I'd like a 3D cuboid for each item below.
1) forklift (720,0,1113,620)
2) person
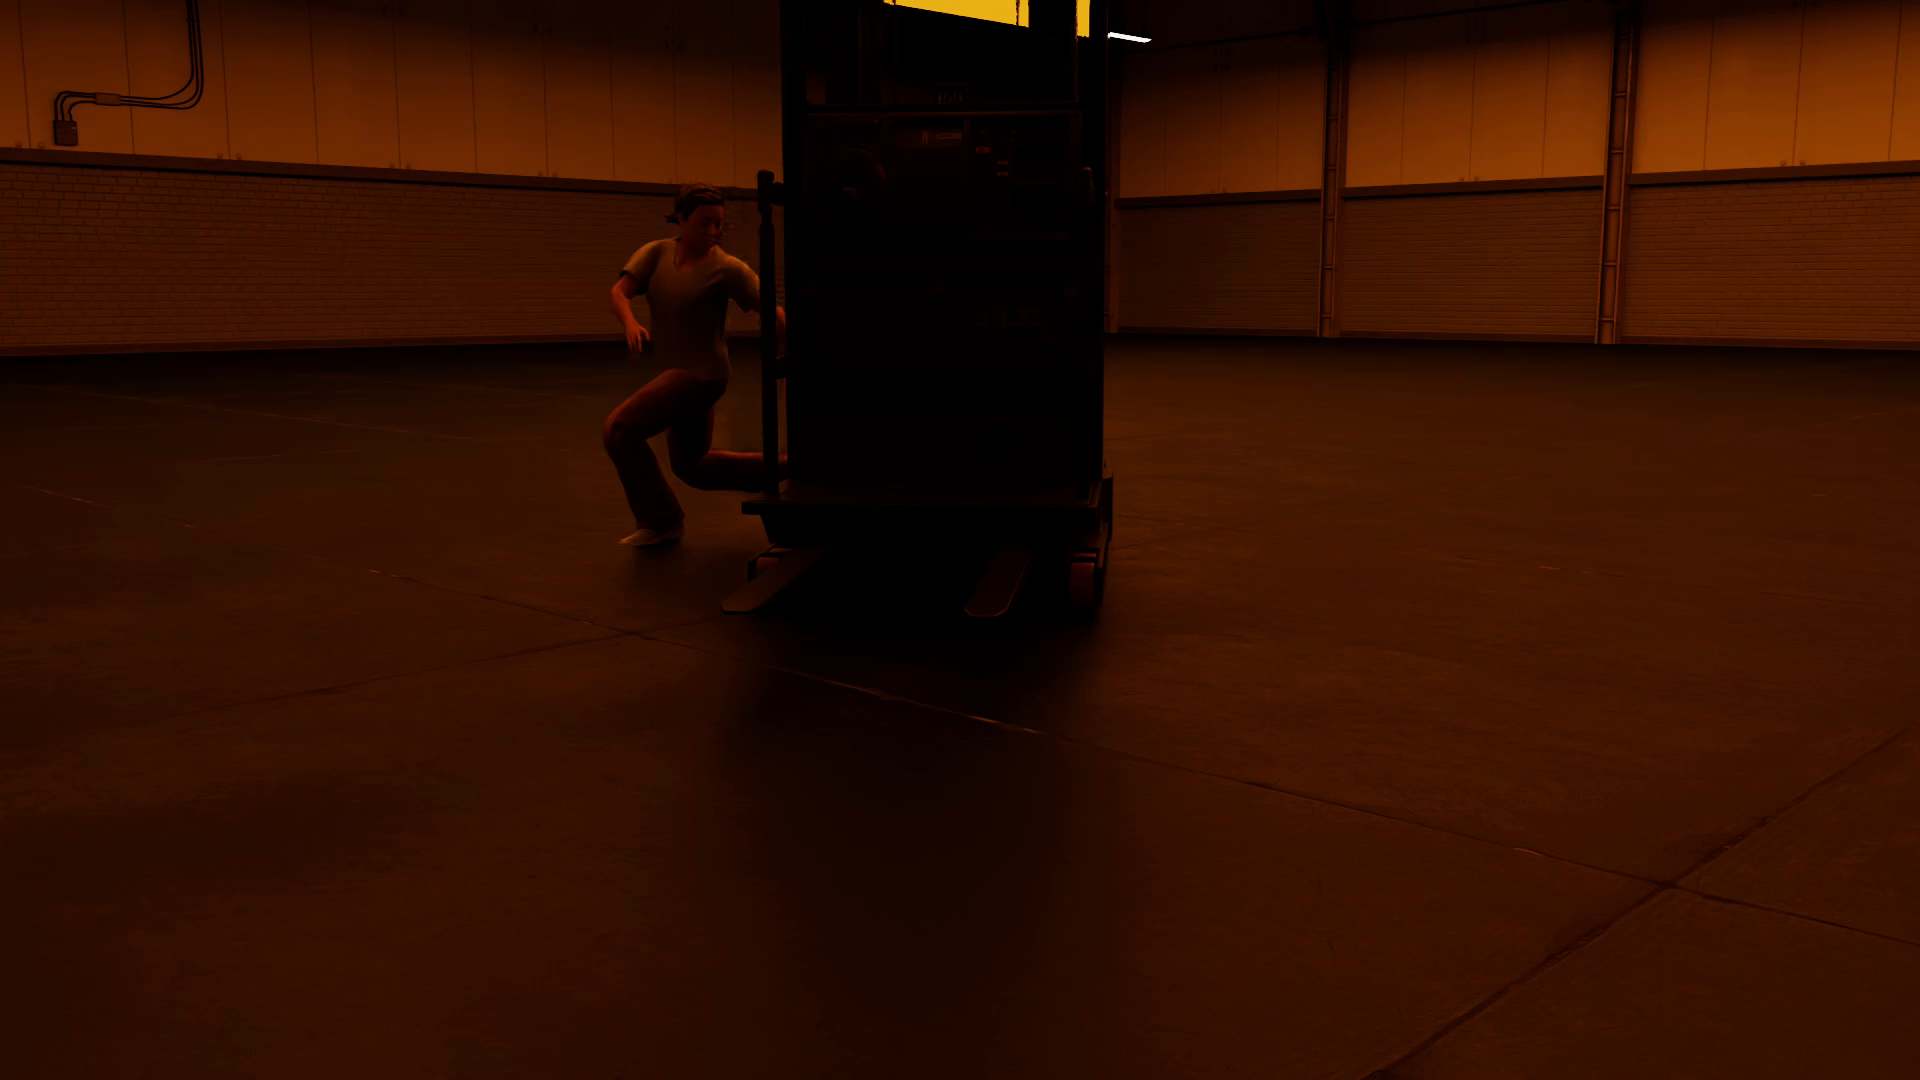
[{"bbox_3d":[-0.080,-1.272,5.324,1.130,2.935,3.031,1,9,6],"label":"forklift"},{"bbox_3d":[-0.991,-0.687,6.622,0.867,1.453,0.564,-6,11,-35],"label":"person"}]
